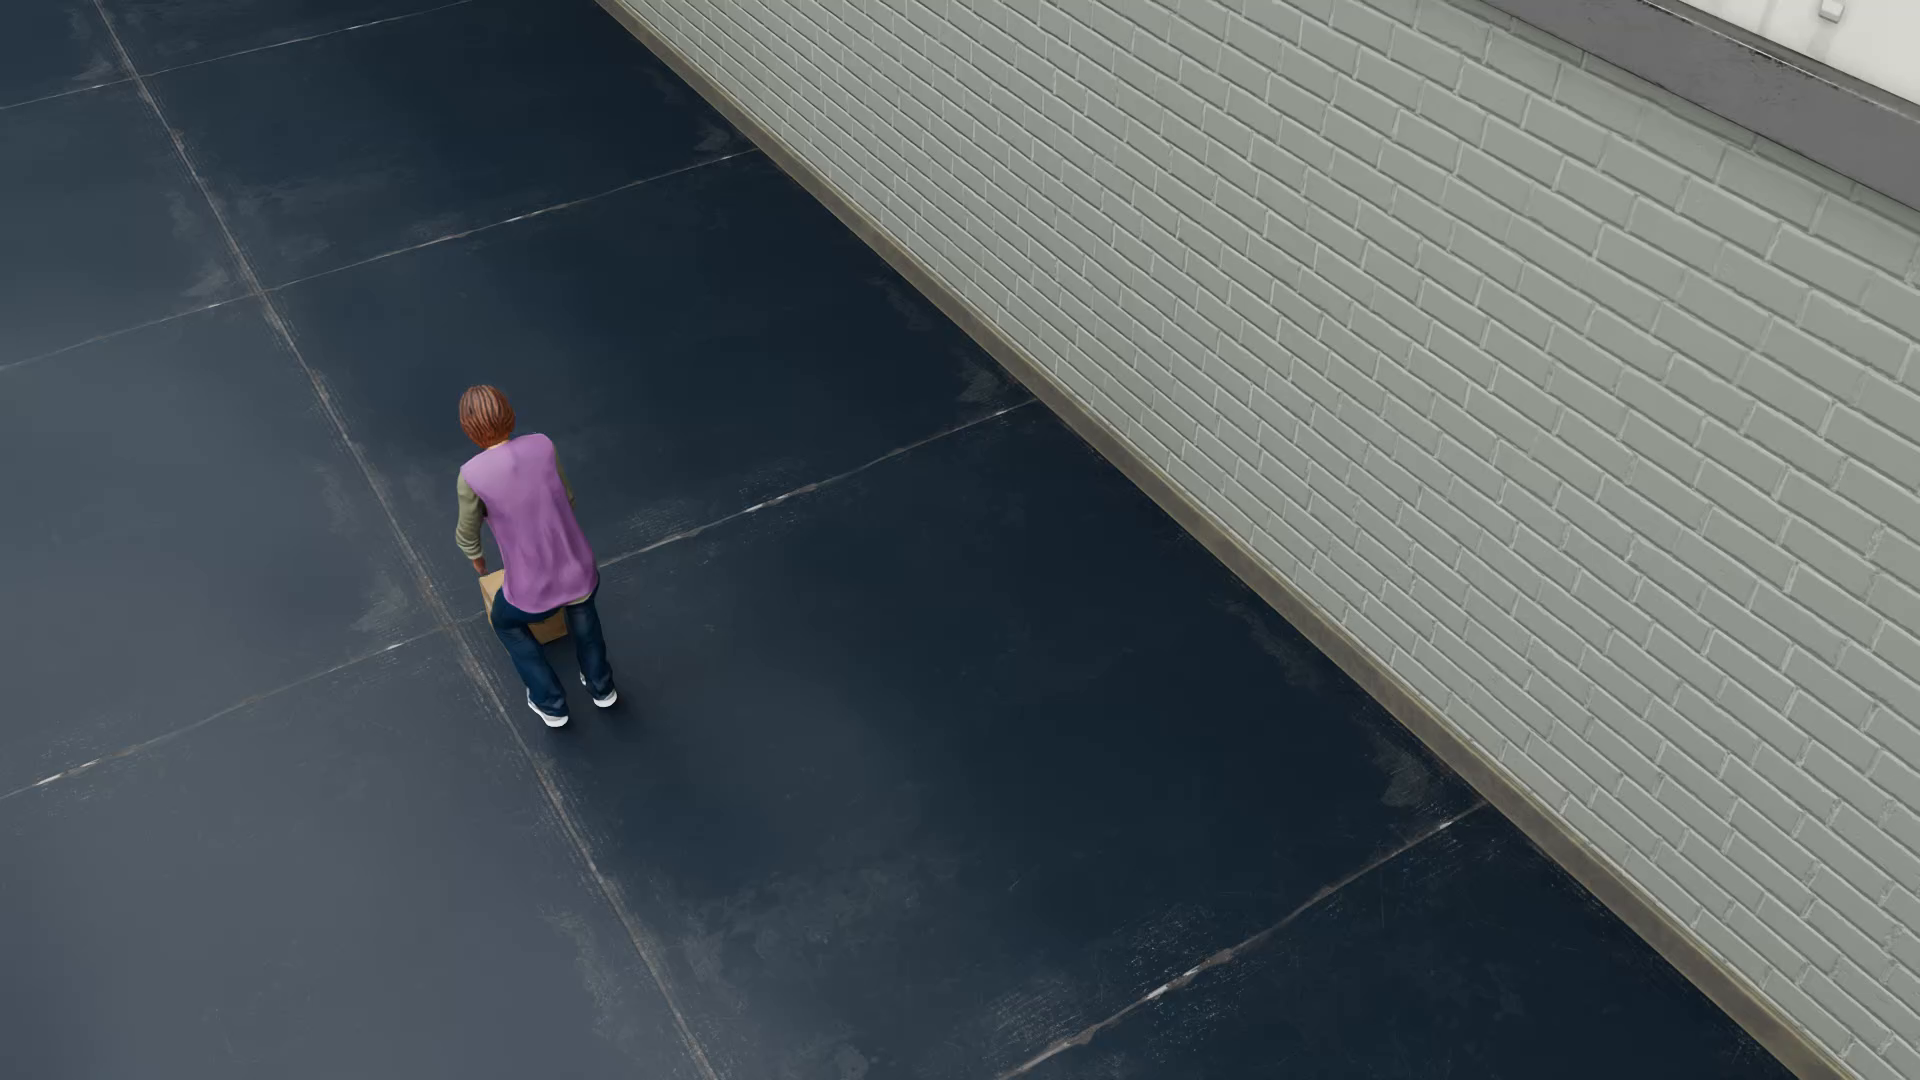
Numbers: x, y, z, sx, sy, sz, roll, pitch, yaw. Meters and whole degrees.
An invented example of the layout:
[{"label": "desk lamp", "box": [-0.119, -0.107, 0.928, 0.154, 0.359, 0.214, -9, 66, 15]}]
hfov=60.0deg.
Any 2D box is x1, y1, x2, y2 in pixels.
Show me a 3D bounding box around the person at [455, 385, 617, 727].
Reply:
[{"label": "person", "box": [-1.592, 0.110, 6.193, 0.456, 1.408, 0.560, -22, 46, -23]}]
